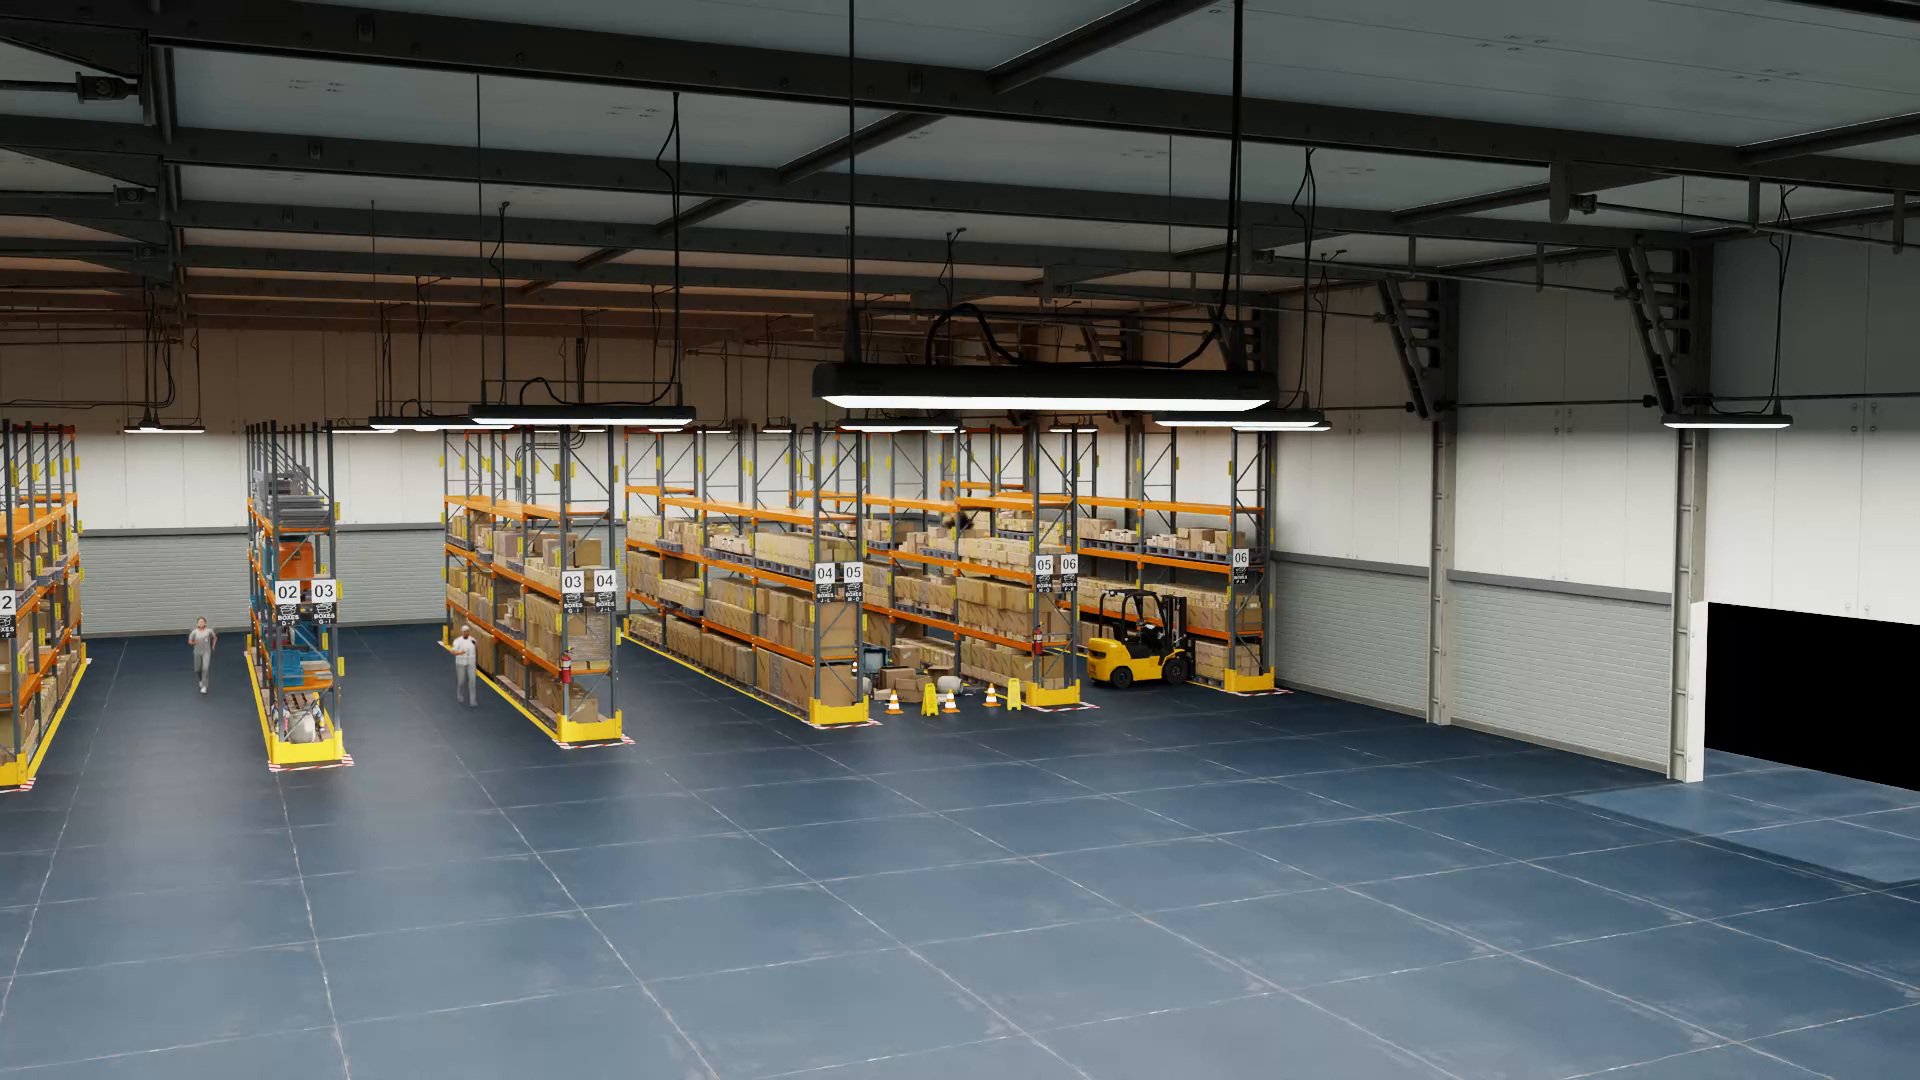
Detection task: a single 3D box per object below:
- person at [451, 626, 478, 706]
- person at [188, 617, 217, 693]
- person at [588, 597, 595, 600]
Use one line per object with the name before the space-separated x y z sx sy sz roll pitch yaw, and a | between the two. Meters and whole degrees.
person | -10.498 2.650 35.337 0.602 1.663 0.913 -2 4 -28
person | -16.959 2.532 37.245 0.570 1.622 0.909 -1 4 -18
person | -9.761 2.028 45.091 0.688 1.817 0.717 -2 4 -25
